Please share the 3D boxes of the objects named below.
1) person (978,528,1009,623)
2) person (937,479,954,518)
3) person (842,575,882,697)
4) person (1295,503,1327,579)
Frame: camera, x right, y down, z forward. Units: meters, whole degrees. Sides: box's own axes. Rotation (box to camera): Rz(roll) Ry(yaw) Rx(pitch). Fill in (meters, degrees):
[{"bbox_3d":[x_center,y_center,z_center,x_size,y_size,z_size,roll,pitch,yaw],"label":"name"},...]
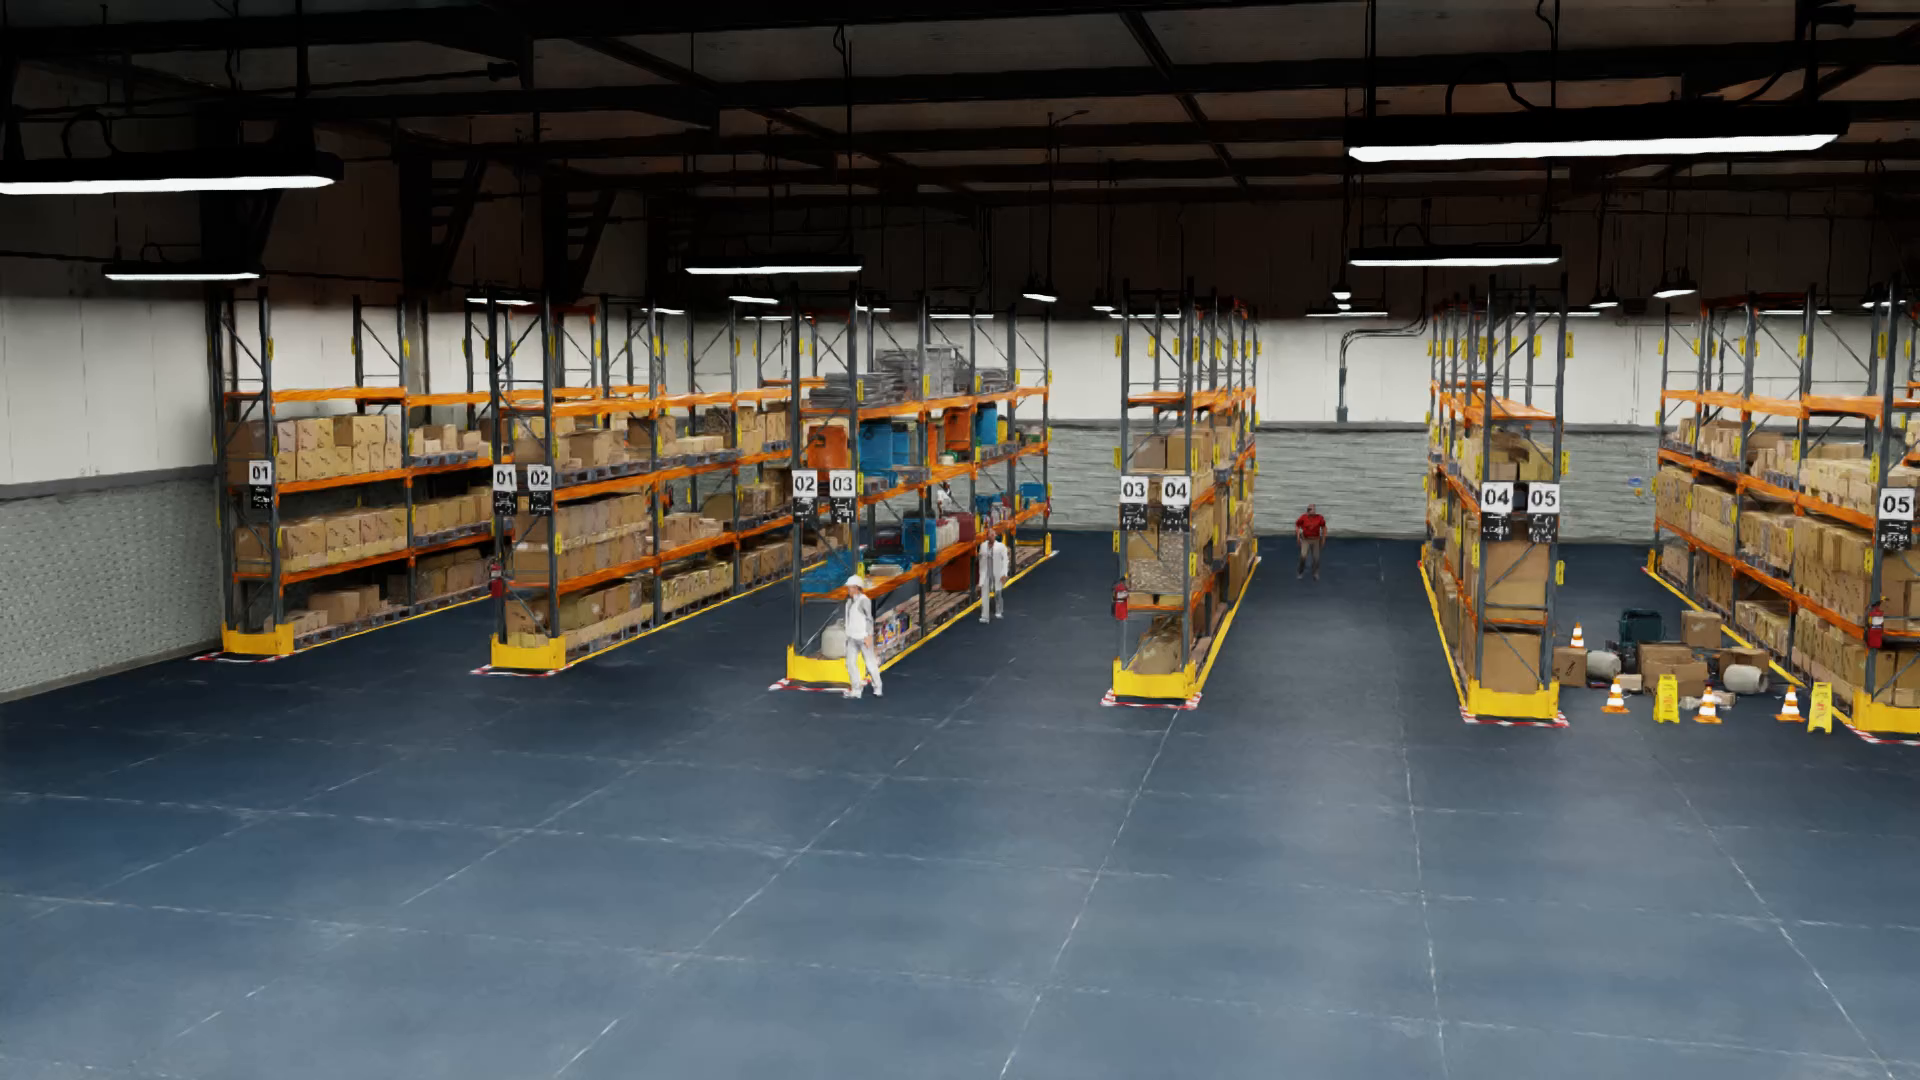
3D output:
[{"bbox_3d":[0.604,0.638,30.543,0.603,1.724,1.110,1,7,12],"label":"person"},{"bbox_3d":[-0.346,-0.753,42.807,0.700,1.672,0.557,-5,8,-39],"label":"person"},{"bbox_3d":[-1.416,1.378,24.043,0.570,1.761,0.557,-6,9,-40],"label":"person"},{"bbox_3d":[7.617,0.027,36.144,0.682,1.676,0.535,1,7,11],"label":"person"}]
